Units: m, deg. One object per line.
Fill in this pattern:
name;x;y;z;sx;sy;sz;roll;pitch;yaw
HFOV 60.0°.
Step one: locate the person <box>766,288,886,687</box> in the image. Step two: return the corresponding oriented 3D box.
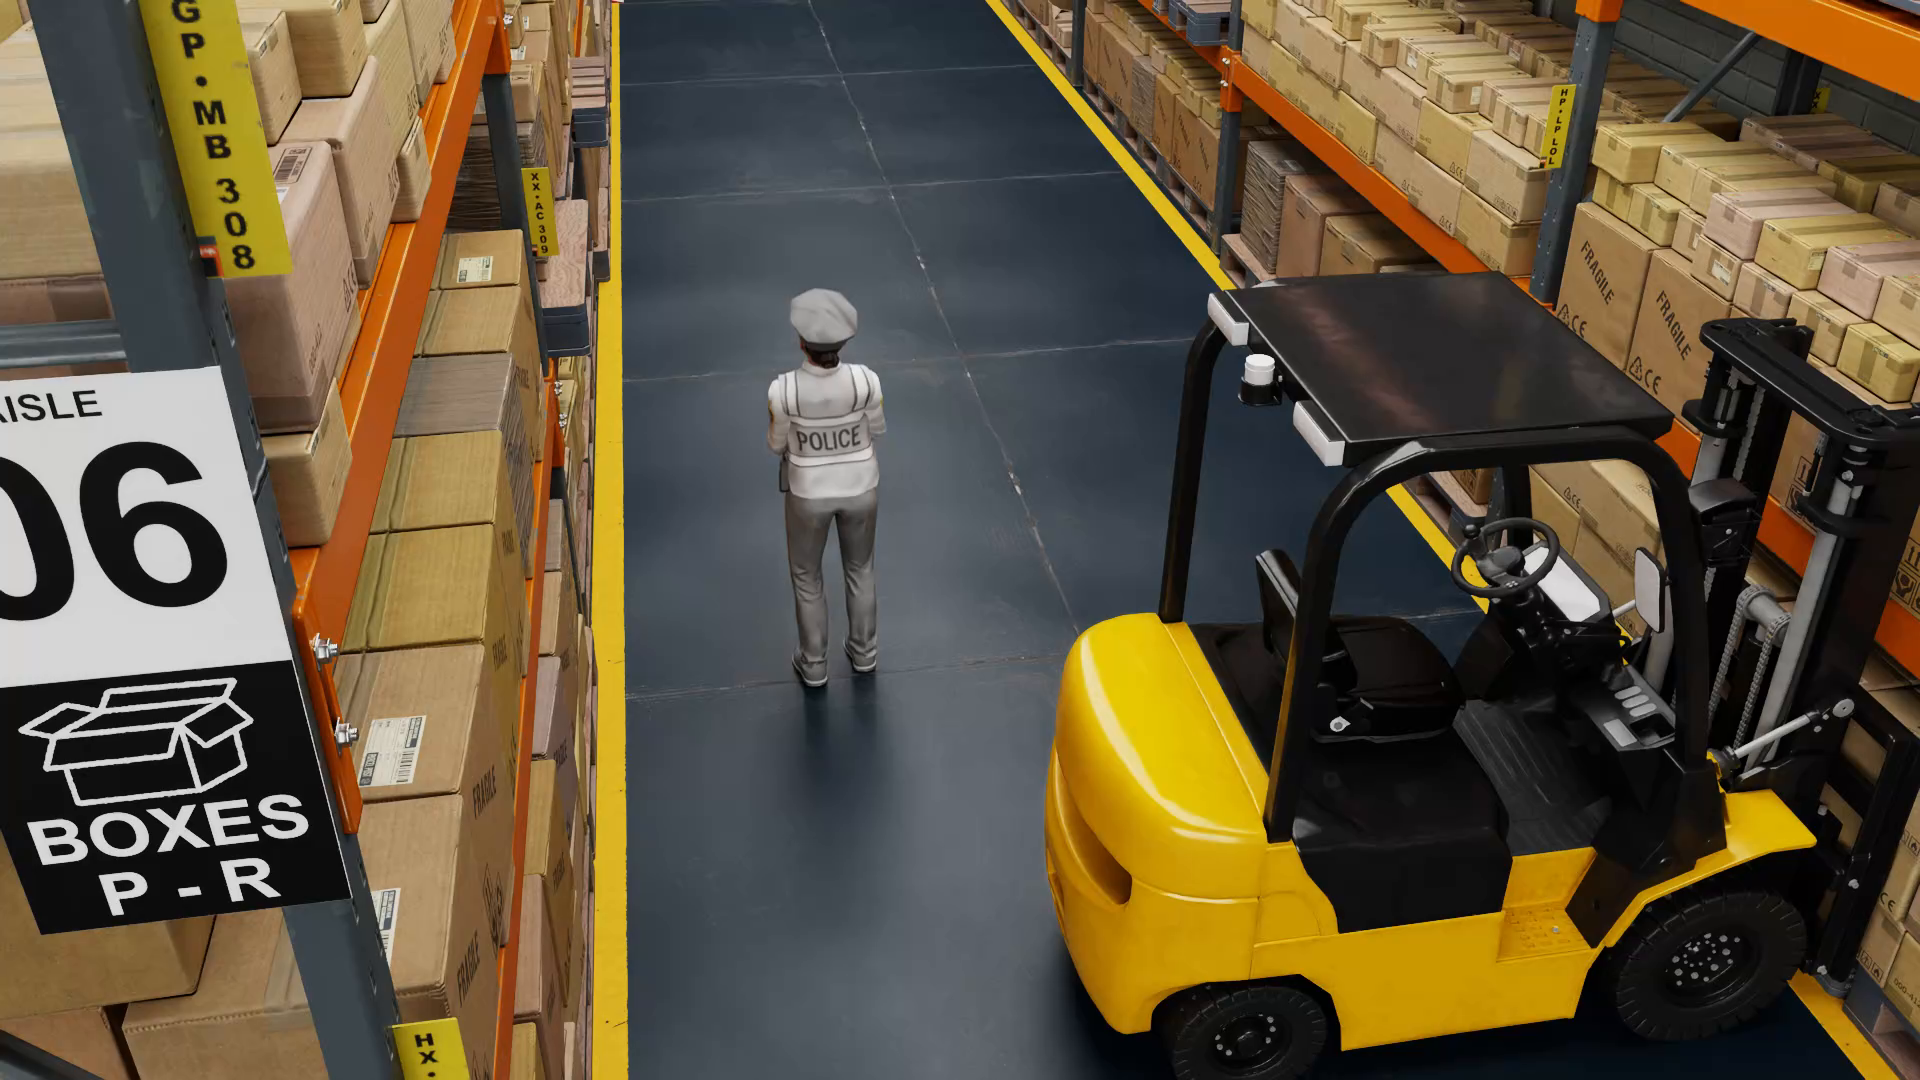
person;-0.512;-0.217;6.473;0.459;1.686;0.553;-7;32;-11
